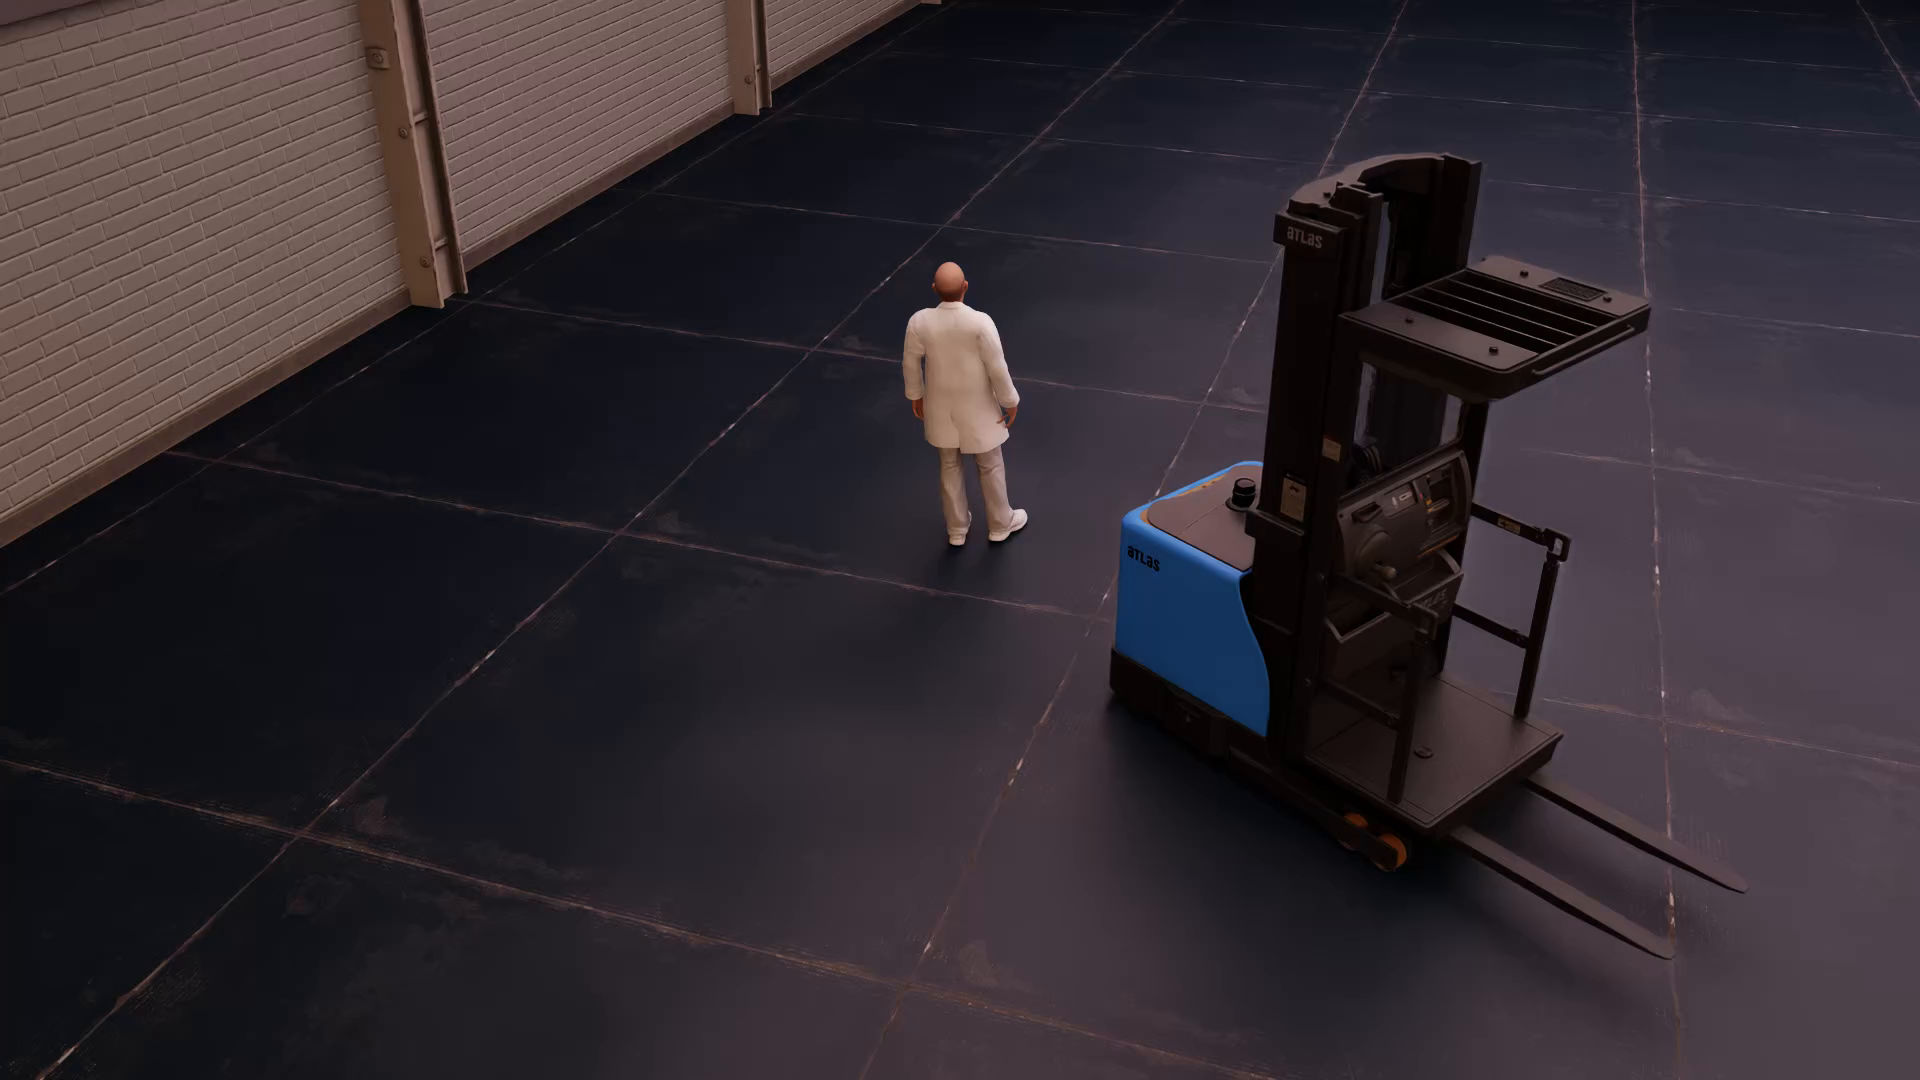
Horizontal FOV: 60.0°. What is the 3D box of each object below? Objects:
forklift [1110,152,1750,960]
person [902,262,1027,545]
[{"bbox_3d":[2.119,-0.068,7.255,1.130,2.935,3.031,-23,37,-35],"label":"forklift"},{"bbox_3d":[0.033,-0.821,9.727,0.696,1.777,0.578,10,31,16],"label":"person"}]
